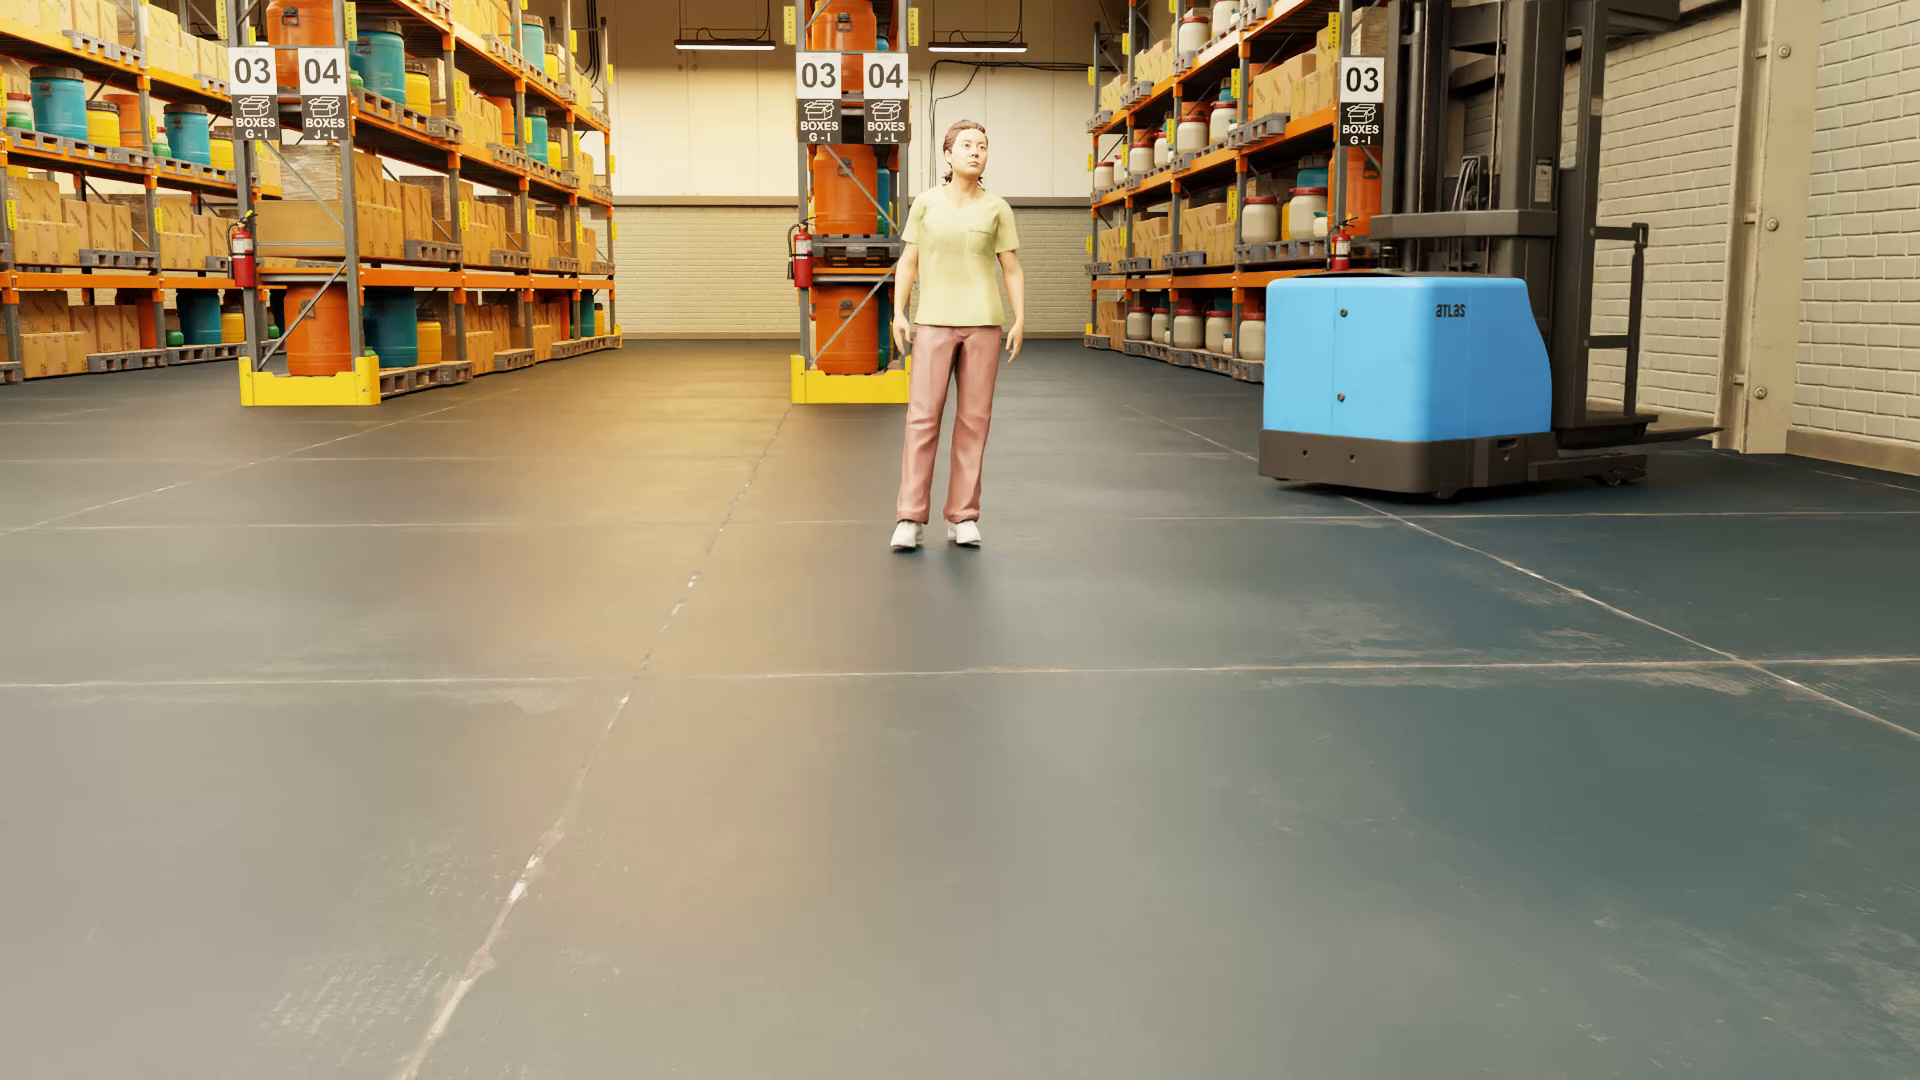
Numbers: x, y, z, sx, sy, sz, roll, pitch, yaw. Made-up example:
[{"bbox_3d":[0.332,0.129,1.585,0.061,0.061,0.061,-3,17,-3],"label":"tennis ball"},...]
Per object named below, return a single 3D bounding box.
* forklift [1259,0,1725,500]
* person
[{"bbox_3d":[3.030,-1.786,8.860,3.031,2.935,1.130,-6,10,-36],"label":"forklift"},{"bbox_3d":[-0.007,-0.825,6.612,0.553,1.675,0.549,-1,8,-4],"label":"person"}]
